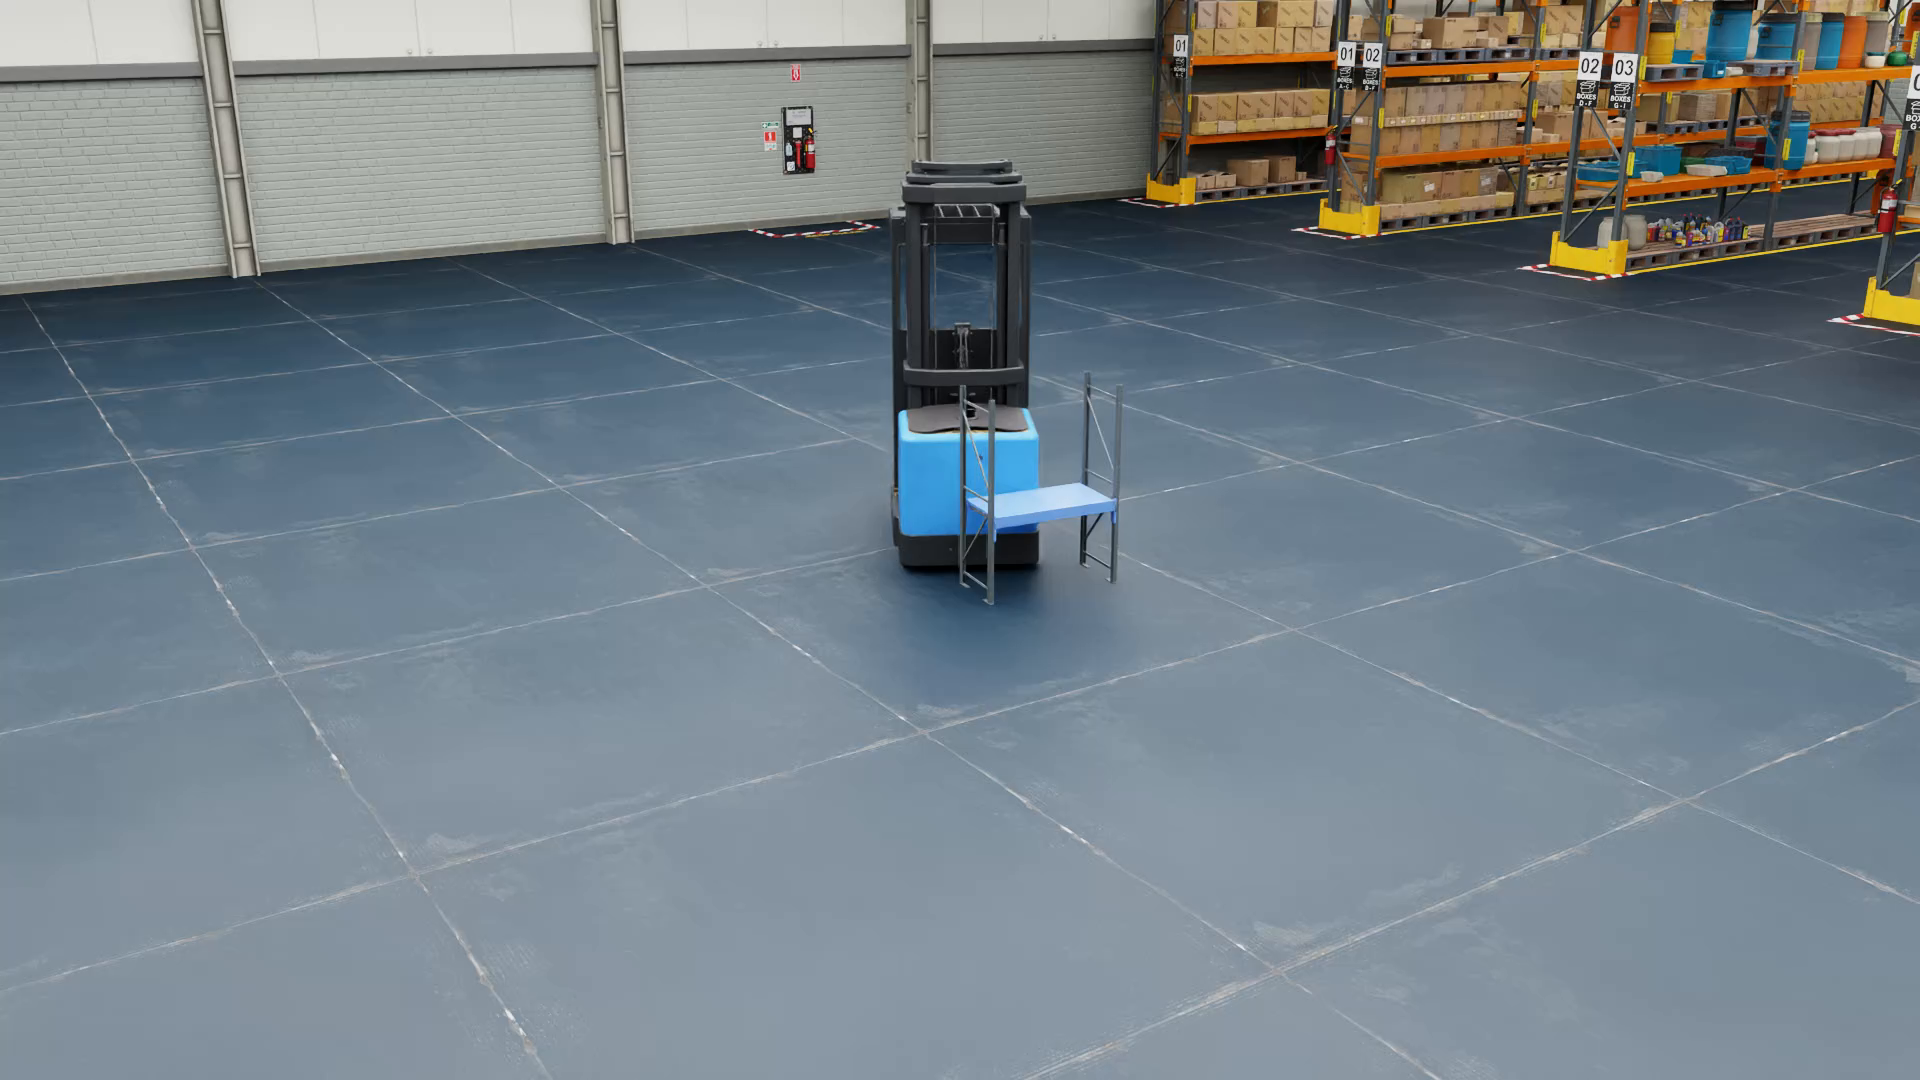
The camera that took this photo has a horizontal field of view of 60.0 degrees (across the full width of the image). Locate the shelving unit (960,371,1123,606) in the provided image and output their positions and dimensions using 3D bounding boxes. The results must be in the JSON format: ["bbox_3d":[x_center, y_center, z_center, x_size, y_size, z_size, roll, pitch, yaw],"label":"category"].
[{"bbox_3d":[0.578,-0.387,12.048,1.048,1.500,0.538,-9,21,-24],"label":"shelving unit"}]

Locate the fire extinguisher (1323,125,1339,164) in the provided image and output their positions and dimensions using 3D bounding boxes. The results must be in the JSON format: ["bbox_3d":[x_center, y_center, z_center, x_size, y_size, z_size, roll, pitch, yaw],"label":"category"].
[{"bbox_3d":[6.533,-6.966,29.288,0.183,0.674,0.296,-12,22,-31],"label":"fire extinguisher"}]

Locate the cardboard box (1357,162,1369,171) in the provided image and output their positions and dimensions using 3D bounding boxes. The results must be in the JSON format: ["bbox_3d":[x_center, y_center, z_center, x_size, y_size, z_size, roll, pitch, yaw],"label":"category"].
[{"bbox_3d":[8.510,-8.191,36.007,0.500,0.500,0.700,-12,22,-32],"label":"cardboard box"}]

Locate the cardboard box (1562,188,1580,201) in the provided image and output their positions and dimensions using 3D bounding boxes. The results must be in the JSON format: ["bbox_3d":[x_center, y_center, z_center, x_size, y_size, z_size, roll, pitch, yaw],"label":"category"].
[{"bbox_3d":[11.560,-6.687,31.979,0.500,0.250,0.500,-13,22,-33],"label":"cardboard box"}]

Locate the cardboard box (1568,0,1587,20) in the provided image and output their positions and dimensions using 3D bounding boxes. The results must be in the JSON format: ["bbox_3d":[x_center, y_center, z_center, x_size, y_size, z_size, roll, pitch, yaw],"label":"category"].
[{"bbox_3d":[14.637,-12.475,39.028,0.500,0.500,0.500,-12,22,-32],"label":"cardboard box"}]

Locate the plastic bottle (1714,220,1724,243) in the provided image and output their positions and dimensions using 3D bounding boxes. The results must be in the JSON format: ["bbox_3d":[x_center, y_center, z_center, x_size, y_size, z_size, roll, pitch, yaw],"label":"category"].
[{"bbox_3d":[12.140,-4.951,26.655,0.185,0.351,0.144,-12,22,-32],"label":"plastic bottle"}]

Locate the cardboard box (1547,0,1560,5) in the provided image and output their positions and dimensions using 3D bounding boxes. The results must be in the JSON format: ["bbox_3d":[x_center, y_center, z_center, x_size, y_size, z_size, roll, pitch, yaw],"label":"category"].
[{"bbox_3d":[13.375,-12.250,38.098,0.500,0.250,0.500,-10,21,-28],"label":"cardboard box"}]

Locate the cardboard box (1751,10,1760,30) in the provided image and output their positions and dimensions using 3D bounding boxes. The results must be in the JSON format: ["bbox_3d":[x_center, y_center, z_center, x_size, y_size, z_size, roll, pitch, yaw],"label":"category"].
[{"bbox_3d":[15.903,-10.535,34.072,0.600,0.600,0.600,-12,22,-32],"label":"cardboard box"}]

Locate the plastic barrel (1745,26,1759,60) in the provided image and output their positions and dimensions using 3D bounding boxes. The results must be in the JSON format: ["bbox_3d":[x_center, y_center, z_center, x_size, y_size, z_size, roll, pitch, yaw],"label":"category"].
[{"bbox_3d":[12.482,-7.928,26.499,0.421,0.512,0.421,0,19,0],"label":"plastic barrel"}]

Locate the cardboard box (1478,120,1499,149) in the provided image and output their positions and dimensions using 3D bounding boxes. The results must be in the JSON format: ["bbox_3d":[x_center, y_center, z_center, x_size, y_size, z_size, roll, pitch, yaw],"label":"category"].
[{"bbox_3d":[9.424,-7.477,30.522,0.500,0.500,0.700,-12,22,-32],"label":"cardboard box"}]

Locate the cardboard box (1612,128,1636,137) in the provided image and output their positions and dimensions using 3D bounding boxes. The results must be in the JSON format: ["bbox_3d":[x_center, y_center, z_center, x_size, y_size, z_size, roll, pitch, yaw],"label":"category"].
[{"bbox_3d":[12.970,-7.957,32.491,0.250,0.149,0.380,-12,22,-31],"label":"cardboard box"}]

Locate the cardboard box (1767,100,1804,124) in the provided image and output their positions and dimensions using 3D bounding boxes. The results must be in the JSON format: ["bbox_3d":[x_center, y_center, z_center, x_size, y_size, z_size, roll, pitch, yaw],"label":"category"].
[{"bbox_3d":[17.485,-9.078,35.256,0.500,0.500,0.500,-11,22,-30],"label":"cardboard box"}]

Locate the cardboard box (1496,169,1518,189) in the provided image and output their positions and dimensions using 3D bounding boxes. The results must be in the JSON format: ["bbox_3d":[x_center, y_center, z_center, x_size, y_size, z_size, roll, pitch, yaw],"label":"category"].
[{"bbox_3d":[10.409,-6.914,31.775,0.500,0.311,0.500,-12,22,-31],"label":"cardboard box"}]

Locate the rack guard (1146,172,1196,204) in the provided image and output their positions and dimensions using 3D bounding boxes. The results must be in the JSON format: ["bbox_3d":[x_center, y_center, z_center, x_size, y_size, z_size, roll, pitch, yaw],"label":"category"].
[{"bbox_3d":[4.223,-7.053,33.327,0.348,0.500,1.175,-12,22,-31],"label":"rack guard"}]

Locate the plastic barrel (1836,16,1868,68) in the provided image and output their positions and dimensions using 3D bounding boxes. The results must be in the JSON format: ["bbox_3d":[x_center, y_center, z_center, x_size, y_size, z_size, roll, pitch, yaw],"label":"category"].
[{"bbox_3d":[14.939,-8.406,28.071,0.708,0.830,0.600,-12,22,-31],"label":"plastic barrel"}]

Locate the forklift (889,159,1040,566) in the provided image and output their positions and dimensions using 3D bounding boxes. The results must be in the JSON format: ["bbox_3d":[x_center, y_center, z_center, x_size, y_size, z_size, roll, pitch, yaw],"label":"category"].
[{"bbox_3d":[-0.008,-1.616,13.450,1.130,2.935,3.031,-1,19,-3],"label":"forklift"}]

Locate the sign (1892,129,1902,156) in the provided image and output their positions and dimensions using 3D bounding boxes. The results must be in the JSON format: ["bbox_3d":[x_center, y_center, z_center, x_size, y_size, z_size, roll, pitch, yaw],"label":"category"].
[{"bbox_3d":[12.044,-5.100,21.344,0.005,0.325,0.100,-12,22,-31],"label":"sign"}]

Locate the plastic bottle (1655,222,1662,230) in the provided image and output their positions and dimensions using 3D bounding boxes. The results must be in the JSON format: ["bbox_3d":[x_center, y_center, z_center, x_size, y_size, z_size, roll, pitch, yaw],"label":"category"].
[{"bbox_3d":[11.243,-4.995,26.901,0.135,0.276,0.152,-13,22,-33],"label":"plastic bottle"}]

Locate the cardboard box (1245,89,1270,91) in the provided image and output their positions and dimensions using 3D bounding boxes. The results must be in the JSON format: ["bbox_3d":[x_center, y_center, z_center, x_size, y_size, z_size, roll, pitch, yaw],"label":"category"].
[{"bbox_3d":[6.140,-9.019,34.271,0.500,0.500,0.500,-11,22,-30],"label":"cardboard box"}]

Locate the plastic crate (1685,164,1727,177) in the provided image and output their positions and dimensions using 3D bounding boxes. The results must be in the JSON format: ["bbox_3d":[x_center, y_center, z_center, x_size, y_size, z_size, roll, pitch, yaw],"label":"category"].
[{"bbox_3d":[11.733,-5.800,26.129,0.437,0.136,0.530,-12,22,-31],"label":"plastic crate"}]

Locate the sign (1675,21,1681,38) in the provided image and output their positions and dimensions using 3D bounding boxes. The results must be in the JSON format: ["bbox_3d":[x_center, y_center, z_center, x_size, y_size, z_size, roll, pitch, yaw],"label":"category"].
[{"bbox_3d":[13.867,-9.862,32.119,0.005,0.325,0.100,-12,22,-31],"label":"sign"}]

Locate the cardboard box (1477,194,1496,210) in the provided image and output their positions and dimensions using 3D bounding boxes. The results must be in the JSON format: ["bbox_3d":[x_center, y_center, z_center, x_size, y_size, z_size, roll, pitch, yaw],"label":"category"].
[{"bbox_3d":[9.538,-6.275,30.760,0.500,0.250,0.500,-12,22,-31],"label":"cardboard box"}]

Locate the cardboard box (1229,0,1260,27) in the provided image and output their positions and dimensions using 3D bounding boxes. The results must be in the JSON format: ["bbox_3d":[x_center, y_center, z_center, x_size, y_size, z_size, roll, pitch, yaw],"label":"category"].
[{"bbox_3d":[5.674,-10.588,33.448,0.500,0.500,0.500,-12,22,-31],"label":"cardboard box"}]

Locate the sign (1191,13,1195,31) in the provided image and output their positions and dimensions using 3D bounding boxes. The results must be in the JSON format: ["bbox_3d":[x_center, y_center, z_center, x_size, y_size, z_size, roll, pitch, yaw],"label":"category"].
[{"bbox_3d":[4.459,-9.914,31.838,0.005,0.325,0.100,-12,22,-31],"label":"sign"}]

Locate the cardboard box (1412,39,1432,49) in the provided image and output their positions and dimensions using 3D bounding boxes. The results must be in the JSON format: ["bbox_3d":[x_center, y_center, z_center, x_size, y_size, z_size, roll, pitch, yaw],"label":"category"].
[{"bbox_3d":[7.967,-8.627,28.914,0.250,0.149,0.380,-12,22,-31],"label":"cardboard box"}]

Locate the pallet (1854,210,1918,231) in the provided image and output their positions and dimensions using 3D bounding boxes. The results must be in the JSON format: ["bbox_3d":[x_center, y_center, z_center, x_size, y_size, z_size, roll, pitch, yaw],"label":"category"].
[{"bbox_3d":[16.926,-5.812,30.108,1.213,0.211,1.003,-12,22,-31],"label":"pallet"}]

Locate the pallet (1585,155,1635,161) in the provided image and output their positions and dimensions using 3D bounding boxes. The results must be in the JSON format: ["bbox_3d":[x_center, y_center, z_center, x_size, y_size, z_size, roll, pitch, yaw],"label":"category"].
[{"bbox_3d":[15.880,-9.346,40.560,1.213,0.211,1.003,-12,22,-31],"label":"pallet"}]

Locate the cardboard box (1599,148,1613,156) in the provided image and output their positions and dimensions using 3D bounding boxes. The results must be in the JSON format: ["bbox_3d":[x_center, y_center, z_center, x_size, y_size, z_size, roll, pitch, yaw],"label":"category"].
[{"bbox_3d":[15.285,-9.544,40.040,0.500,0.500,0.700,-12,22,-32],"label":"cardboard box"}]

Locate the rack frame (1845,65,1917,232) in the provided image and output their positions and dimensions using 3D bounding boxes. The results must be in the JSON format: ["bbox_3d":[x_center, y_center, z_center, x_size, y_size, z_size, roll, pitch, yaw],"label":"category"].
[{"bbox_3d":[16.290,-6.983,29.217,0.127,3.000,1.000,-12,22,-31],"label":"rack frame"}]

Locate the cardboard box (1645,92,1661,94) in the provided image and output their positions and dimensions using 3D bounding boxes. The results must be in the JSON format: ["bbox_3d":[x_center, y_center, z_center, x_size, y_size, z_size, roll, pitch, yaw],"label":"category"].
[{"bbox_3d":[16.501,-10.961,40.514,0.700,0.700,0.980,-12,22,-32],"label":"cardboard box"}]

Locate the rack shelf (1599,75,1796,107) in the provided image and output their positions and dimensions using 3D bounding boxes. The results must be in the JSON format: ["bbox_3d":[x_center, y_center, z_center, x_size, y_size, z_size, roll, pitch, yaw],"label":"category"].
[{"bbox_3d":[11.279,-7.007,25.726,4.000,0.370,1.077,-12,22,-31],"label":"rack shelf"}]

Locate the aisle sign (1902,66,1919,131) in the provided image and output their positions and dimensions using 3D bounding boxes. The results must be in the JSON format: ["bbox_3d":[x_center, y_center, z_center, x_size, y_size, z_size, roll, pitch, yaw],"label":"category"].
[{"bbox_3d":[12.116,-5.550,20.919,0.004,0.787,0.394,-12,22,-31],"label":"aisle sign"}]

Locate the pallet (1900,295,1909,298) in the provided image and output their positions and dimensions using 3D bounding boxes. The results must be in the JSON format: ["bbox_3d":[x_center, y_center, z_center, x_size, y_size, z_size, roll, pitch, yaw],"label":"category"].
[{"bbox_3d":[13.094,-3.075,22.012,1.213,0.211,1.003,-12,22,-31],"label":"pallet"}]

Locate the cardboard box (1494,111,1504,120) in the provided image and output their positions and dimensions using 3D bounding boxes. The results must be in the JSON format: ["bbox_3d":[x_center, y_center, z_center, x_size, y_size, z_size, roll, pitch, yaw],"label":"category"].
[{"bbox_3d":[9.694,-7.764,30.357,0.250,0.149,0.380,-13,22,-33],"label":"cardboard box"}]

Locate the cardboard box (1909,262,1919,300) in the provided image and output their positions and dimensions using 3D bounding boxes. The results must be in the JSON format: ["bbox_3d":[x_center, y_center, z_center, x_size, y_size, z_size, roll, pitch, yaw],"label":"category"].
[{"bbox_3d":[12.863,-3.370,21.776,0.500,0.500,0.500,-8,20,-21],"label":"cardboard box"}]

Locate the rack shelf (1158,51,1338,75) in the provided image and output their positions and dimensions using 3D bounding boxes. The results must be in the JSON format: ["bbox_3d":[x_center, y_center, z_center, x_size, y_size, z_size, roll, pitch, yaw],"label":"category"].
[{"bbox_3d":[5.830,-9.657,33.564,4.000,0.370,1.077,-12,22,-31],"label":"rack shelf"}]

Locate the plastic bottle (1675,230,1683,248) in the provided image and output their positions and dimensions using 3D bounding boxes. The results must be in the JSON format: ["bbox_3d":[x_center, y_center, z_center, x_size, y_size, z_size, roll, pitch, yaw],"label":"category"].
[{"bbox_3d":[11.294,-4.726,26.114,0.097,0.271,0.097,0,19,0],"label":"plastic bottle"}]

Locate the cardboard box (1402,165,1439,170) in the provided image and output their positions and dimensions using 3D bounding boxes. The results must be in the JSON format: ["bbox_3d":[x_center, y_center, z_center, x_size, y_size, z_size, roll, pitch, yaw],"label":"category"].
[{"bbox_3d":[8.417,-6.593,30.530,0.500,0.500,0.500,-12,22,-31],"label":"cardboard box"}]

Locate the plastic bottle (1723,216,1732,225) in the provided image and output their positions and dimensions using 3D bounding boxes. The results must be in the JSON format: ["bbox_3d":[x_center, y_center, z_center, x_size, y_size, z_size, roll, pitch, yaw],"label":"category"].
[{"bbox_3d":[12.491,-5.080,27.037,0.185,0.351,0.144,-12,22,-31],"label":"plastic bottle"}]

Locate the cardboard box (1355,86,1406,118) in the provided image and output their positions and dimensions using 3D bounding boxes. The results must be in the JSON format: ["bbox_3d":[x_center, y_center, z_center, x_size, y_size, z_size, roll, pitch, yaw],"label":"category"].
[{"bbox_3d":[7.329,-7.650,29.007,0.500,0.500,0.700,-12,22,-31],"label":"cardboard box"}]

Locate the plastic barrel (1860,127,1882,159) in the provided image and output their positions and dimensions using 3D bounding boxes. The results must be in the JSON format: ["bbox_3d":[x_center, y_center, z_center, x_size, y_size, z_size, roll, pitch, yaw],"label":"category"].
[{"bbox_3d":[15.548,-6.798,28.494,0.421,0.512,0.421,0,19,0],"label":"plastic barrel"}]

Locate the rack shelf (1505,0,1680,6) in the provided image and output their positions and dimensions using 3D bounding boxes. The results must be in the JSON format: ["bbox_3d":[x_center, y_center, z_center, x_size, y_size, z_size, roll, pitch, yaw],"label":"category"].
[{"bbox_3d":[11.899,-10.268,31.315,4.000,0.370,1.077,-12,22,-31],"label":"rack shelf"}]

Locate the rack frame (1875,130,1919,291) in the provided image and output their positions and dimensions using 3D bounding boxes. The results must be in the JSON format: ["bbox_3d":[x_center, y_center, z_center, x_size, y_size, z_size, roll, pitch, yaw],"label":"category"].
[{"bbox_3d":[12.333,-4.249,21.130,0.127,3.000,1.000,-12,22,-31],"label":"rack frame"}]

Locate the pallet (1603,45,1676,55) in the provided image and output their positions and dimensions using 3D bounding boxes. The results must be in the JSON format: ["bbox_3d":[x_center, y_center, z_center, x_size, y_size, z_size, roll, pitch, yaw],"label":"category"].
[{"bbox_3d":[13.051,-9.497,32.264,1.003,0.211,1.213,-11,21,-29],"label":"pallet"}]

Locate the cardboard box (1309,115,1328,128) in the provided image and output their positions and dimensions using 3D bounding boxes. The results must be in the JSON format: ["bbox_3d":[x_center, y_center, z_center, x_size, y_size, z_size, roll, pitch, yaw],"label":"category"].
[{"bbox_3d":[7.272,-8.703,34.506,0.500,0.250,0.500,-12,22,-31],"label":"cardboard box"}]

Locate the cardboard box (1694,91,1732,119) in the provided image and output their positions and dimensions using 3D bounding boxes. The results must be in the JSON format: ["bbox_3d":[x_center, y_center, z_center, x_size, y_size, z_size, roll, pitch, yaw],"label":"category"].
[{"bbox_3d":[15.468,-8.932,34.170,0.700,0.500,0.500,16,24,39],"label":"cardboard box"}]

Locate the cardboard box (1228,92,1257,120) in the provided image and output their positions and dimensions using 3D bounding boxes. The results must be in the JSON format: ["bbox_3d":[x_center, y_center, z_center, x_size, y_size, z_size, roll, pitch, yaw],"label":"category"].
[{"bbox_3d":[5.577,-8.695,33.313,0.500,0.500,0.500,-13,22,-33],"label":"cardboard box"}]

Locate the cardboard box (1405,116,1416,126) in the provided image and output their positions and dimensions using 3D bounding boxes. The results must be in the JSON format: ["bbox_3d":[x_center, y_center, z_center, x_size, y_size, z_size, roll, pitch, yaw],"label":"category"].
[{"bbox_3d":[7.762,-7.357,29.153,0.250,0.149,0.380,-12,22,-31],"label":"cardboard box"}]

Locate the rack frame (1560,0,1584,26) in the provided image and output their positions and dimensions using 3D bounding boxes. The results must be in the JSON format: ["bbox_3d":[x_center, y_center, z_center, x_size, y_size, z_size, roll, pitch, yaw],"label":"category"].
[{"bbox_3d":[14.182,-13.180,38.179,0.127,3.000,1.000,-12,22,-31],"label":"rack frame"}]

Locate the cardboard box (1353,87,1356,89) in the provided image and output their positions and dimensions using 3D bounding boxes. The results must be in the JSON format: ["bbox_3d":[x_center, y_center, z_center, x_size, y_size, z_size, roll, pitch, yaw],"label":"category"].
[{"bbox_3d":[8.415,-9.361,35.409,0.500,0.500,0.700,-9,21,-26],"label":"cardboard box"}]

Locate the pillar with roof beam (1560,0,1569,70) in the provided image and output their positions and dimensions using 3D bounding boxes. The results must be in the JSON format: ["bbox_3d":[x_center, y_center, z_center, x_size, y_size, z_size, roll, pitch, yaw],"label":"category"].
[{"bbox_3d":[16.659,-12.383,35.822,0.400,9.000,9.100,-12,22,-31],"label":"pillar with roof beam"}]

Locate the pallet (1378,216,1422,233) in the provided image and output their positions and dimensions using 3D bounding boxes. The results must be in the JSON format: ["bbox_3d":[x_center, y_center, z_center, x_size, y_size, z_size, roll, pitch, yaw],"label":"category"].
[{"bbox_3d":[7.503,-5.725,29.848,1.213,0.211,1.003,-12,22,-31],"label":"pallet"}]

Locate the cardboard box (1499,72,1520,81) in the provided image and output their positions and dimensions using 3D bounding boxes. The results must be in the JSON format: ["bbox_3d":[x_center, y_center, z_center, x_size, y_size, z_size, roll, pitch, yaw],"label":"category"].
[{"bbox_3d":[12.226,-10.381,37.445,0.500,0.250,0.500,-12,22,-31],"label":"cardboard box"}]

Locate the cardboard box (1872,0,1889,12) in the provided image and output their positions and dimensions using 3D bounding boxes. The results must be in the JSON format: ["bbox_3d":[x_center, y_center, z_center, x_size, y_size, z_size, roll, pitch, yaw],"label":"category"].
[{"bbox_3d":[19.830,-11.565,36.369,0.500,0.500,0.700,-12,22,-31],"label":"cardboard box"}]
